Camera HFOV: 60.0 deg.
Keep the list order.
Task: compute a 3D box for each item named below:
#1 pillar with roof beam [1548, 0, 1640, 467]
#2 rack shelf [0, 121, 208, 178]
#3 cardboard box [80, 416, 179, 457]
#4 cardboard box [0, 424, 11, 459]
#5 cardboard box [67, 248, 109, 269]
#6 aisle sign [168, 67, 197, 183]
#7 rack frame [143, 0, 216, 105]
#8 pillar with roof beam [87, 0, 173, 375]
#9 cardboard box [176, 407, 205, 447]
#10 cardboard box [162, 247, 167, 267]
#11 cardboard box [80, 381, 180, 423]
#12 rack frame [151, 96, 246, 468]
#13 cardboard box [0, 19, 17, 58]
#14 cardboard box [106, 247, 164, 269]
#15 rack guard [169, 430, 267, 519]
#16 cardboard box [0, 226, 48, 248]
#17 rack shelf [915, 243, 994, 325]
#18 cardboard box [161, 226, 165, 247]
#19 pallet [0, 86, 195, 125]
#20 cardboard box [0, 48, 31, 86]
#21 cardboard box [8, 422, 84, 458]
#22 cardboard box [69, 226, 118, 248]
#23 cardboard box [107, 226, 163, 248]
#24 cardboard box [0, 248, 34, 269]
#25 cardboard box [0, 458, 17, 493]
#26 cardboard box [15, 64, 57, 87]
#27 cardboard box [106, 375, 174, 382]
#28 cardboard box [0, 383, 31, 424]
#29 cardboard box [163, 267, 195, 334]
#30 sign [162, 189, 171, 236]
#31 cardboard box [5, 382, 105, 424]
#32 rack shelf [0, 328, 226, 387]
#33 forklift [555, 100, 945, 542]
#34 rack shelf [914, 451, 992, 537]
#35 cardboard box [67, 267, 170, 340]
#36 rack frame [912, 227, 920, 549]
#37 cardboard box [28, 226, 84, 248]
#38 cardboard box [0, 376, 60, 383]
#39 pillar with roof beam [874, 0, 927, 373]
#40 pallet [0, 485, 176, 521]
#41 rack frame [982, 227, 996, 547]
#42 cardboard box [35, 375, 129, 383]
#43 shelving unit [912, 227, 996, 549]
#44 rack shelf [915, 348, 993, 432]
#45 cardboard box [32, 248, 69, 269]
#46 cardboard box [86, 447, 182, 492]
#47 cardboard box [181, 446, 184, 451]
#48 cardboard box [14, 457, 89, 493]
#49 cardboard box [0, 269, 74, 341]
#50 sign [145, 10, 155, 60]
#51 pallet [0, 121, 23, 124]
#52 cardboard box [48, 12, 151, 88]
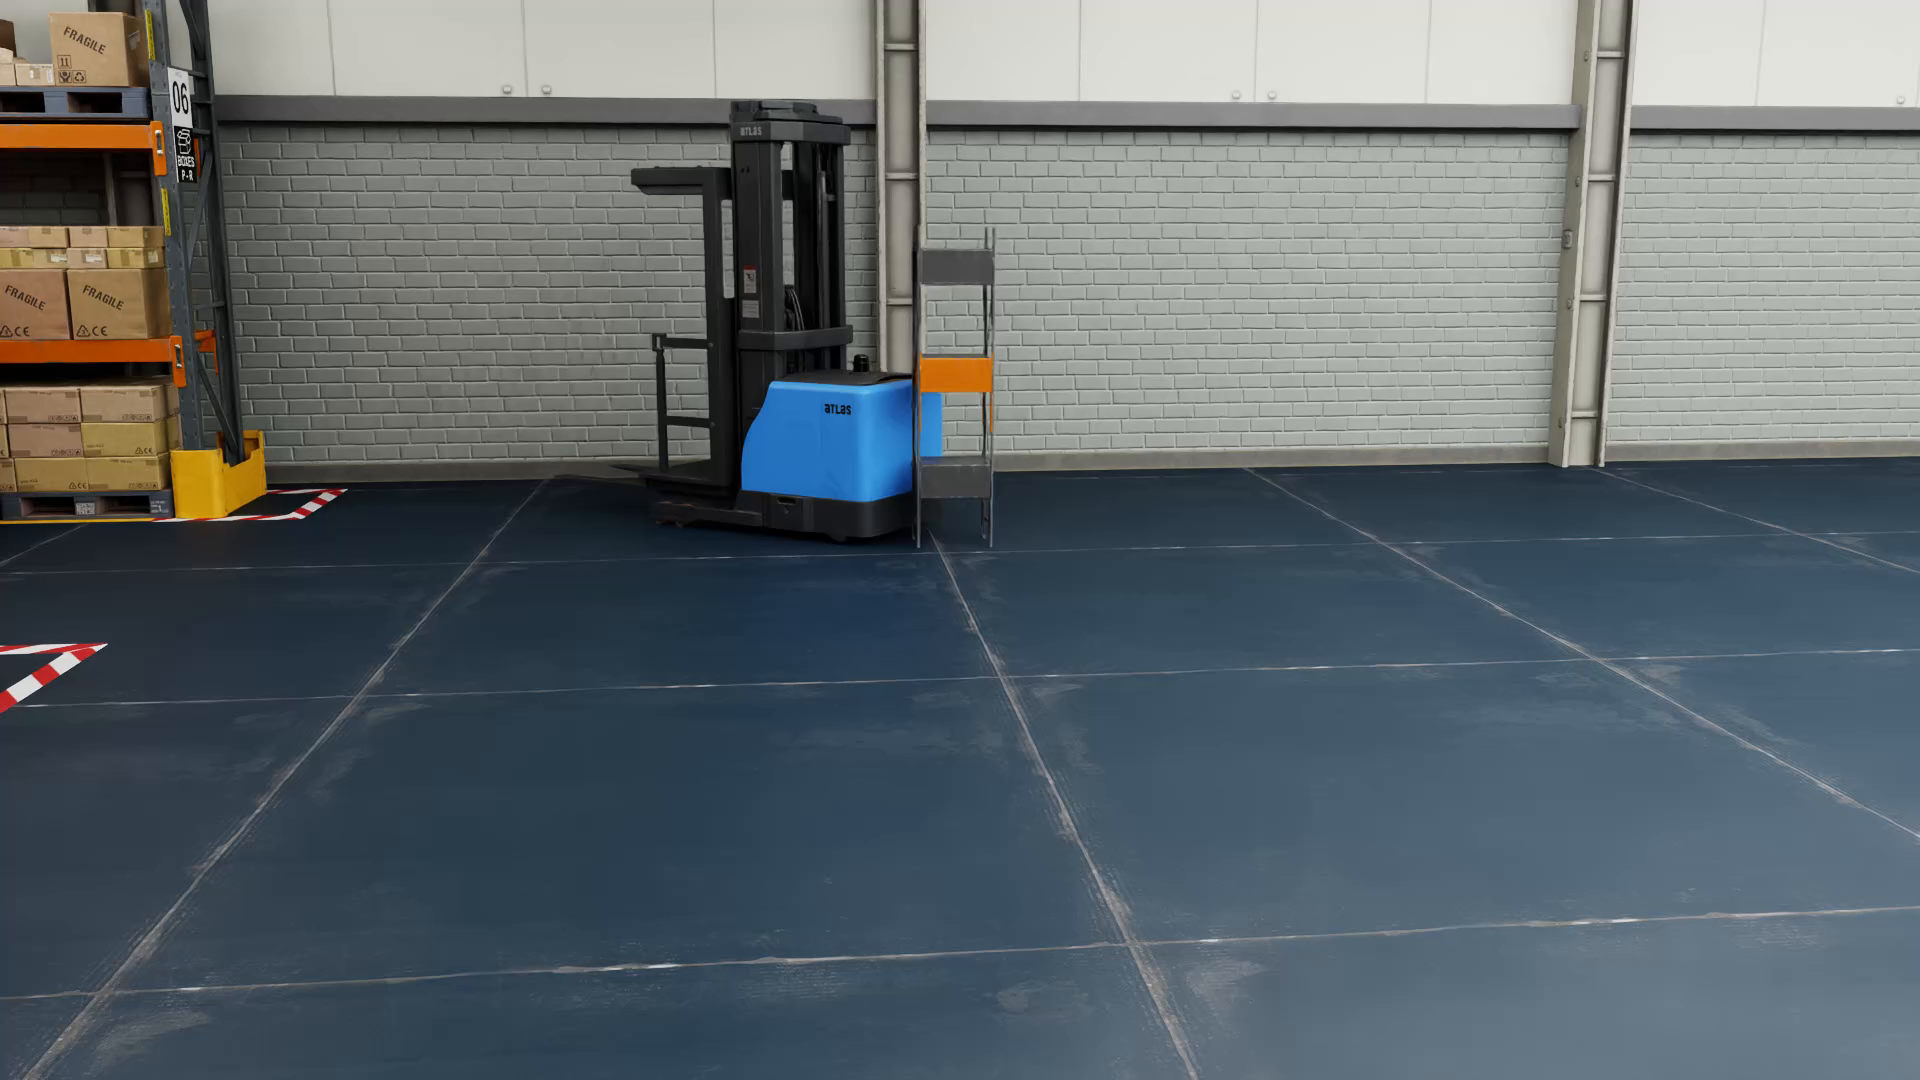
[{"bbox_3d":[5.942,-4.265,9.737,0.400,9.000,9.100,-1,11,-6],"label":"pillar with roof beam"},{"bbox_3d":[-7.651,-2.816,12.006,4.000,0.370,1.077,-1,11,-6],"label":"rack shelf"},{"bbox_3d":[-6.113,-0.771,12.258,0.500,0.250,0.500,-1,11,-7],"label":"cardboard box"},{"bbox_3d":[-7.124,-0.748,12.140,0.500,0.250,0.500,-1,11,-7],"label":"cardboard box"},{"bbox_3d":[-6.228,-2.034,11.999,0.250,0.149,0.380,-1,11,-5],"label":"cardboard box"},{"bbox_3d":[-5.566,-2.960,11.907,0.004,0.787,0.394,-1,11,-6],"label":"aisle sign"},{"bbox_3d":[-5.663,-4.683,11.859,0.127,3.000,1.000,-1,11,-6],"label":"rack frame"},{"bbox_3d":[-5.987,-4.015,8.465,0.400,9.000,9.100,-1,11,-6],"label":"pillar with roof beam"},{"bbox_3d":[-6.153,-0.871,12.767,0.500,0.250,0.500,-1,11,-5],"label":"cardboard box"},{"bbox_3d":[-6.028,-2.149,12.583,0.250,0.149,0.380,-1,11,-8],"label":"cardboard box"},{"bbox_3d":[-6.087,-1.017,12.213,0.500,0.250,0.500,-1,11,-4],"label":"cardboard box"},{"bbox_3d":[-5.663,-1.739,12.438,0.127,3.000,1.000,-1,11,-6],"label":"rack frame"},{"bbox_3d":[-7.106,-3.457,11.793,0.500,0.500,0.700,-1,11,-6],"label":"cardboard box"},{"bbox_3d":[-5.977,-2.045,12.055,0.250,0.149,0.380,-1,11,-5],"label":"cardboard box"},{"bbox_3d":[-5.639,-0.513,12.681,0.348,0.500,1.175,-1,11,-6],"label":"rack guard"},{"bbox_3d":[-6.751,-2.192,12.029,0.250,0.149,0.380,-1,11,-6],"label":"cardboard box"},{"bbox_3d":[-0.046,-1.690,10.947,0.480,0.518,0.431,-1,11,-7],"label":"rack shelf"},{"bbox_3d":[-6.020,-2.286,12.510,0.250,0.149,0.380,-1,11,-7],"label":"cardboard box"},{"bbox_3d":[-6.368,-3.158,12.107,1.213,0.211,1.003,-1,11,-6],"label":"pallet"},{"bbox_3d":[-6.706,-3.319,11.700,0.258,0.266,0.396,-1,11,-6],"label":"cardboard box"},{"bbox_3d":[-6.613,-0.763,12.215,0.500,0.250,0.500,-1,11,-7],"label":"cardboard box"},{"bbox_3d":[-6.238,-2.193,12.037,0.250,0.149,0.380,-1,11,-6],"label":"cardboard box"},{"bbox_3d":[-5.996,-2.204,12.093,0.250,0.149,0.380,-1,11,-6],"label":"cardboard box"},{"bbox_3d":[-6.740,-2.038,12.016,0.250,0.149,0.380,-1,11,-6],"label":"cardboard box"},{"bbox_3d":[-7.089,-0.508,12.217,0.500,0.250,0.500,-1,11,-5],"label":"cardboard box"},{"bbox_3d":[-6.454,-3.267,11.738,0.250,0.149,0.380,-2,11,-8],"label":"cardboard box"},{"bbox_3d":[-6.161,-1.113,12.700,0.500,0.250,0.500,-1,11,-7],"label":"cardboard box"},{"bbox_3d":[-7.094,-0.993,12.090,0.500,0.250,0.500,-1,11,-5],"label":"cardboard box"},{"bbox_3d":[-6.185,-1.831,12.646,0.500,0.500,0.500,-1,11,-4],"label":"cardboard box"},{"bbox_3d":[-5.618,-2.319,11.772,0.005,0.325,0.100,-1,11,-6],"label":"sign"},{"bbox_3d":[-6.594,-1.005,12.153,0.500,0.250,0.500,-1,11,-5],"label":"cardboard box"},{"bbox_3d":[-7.651,-1.344,12.295,4.000,0.370,1.077,-1,11,-6],"label":"rack shelf"},{"bbox_3d":[-1.634,-1.613,11.976,3.031,2.935,1.130,7,13,31],"label":"forklift"},{"bbox_3d":[-0.055,-0.315,11.208,0.480,0.518,0.431,-1,11,-7],"label":"rack shelf"},{"bbox_3d":[-6.124,-1.727,12.120,0.500,0.500,0.500,-1,11,-7],"label":"cardboard box"},{"bbox_3d":[-0.293,-1.012,11.045,0.015,2.100,0.400,-1,11,-7],"label":"rack frame"},{"bbox_3d":[-6.495,-2.183,11.983,0.250,0.149,0.380,-1,11,-5],"label":"cardboard box"},{"bbox_3d":[-7.156,-1.093,12.601,0.500,0.250,0.500,-1,11,-6],"label":"cardboard box"},{"bbox_3d":[-0.022,-4.140,9.101,0.400,9.000,9.100,-1,11,-6],"label":"pillar with roof beam"},{"bbox_3d":[-6.418,-0.347,12.585,1.213,0.211,1.003,-1,11,-6],"label":"pallet"},{"bbox_3d":[0.192,-1.020,11.105,0.015,2.100,0.400,-1,11,-7],"label":"rack frame"},{"bbox_3d":[-6.657,-1.102,12.643,0.500,0.250,0.500,-1,11,-6],"label":"cardboard box"},{"bbox_3d":[-0.050,-1.016,11.075,0.503,2.100,0.431,-1,11,-7],"label":"shelving unit"},{"bbox_3d":[-0.051,-1.002,11.078,0.480,0.518,0.431,-1,11,-7],"label":"rack shelf"},{"bbox_3d":[-6.493,-2.041,12.032,0.250,0.149,0.380,-1,11,-5],"label":"cardboard box"},{"bbox_3d":[-6.096,-0.526,12.304,0.500,0.250,0.500,-1,11,-6],"label":"cardboard box"},{"bbox_3d":[-6.172,-0.623,12.801,0.500,0.250,0.500,-1,11,-6],"label":"cardboard box"},{"bbox_3d":[-6.591,-0.517,12.261,0.500,0.250,0.500,-1,11,-6],"label":"cardboard box"},{"bbox_3d":[-6.640,-1.718,12.074,0.500,0.500,0.500,-1,11,-4],"label":"cardboard box"},{"bbox_3d":[-5.618,-3.502,11.540,0.005,0.325,0.100,-1,11,-6],"label":"sign"},{"bbox_3d":[-7.584,-3.132,11.975,1.213,0.211,1.003,-1,11,-6],"label":"pallet"},{"bbox_3d":[-6.076,-3.459,11.804,0.500,0.500,0.500,-1,11,-4],"label":"cardboard box"}]
